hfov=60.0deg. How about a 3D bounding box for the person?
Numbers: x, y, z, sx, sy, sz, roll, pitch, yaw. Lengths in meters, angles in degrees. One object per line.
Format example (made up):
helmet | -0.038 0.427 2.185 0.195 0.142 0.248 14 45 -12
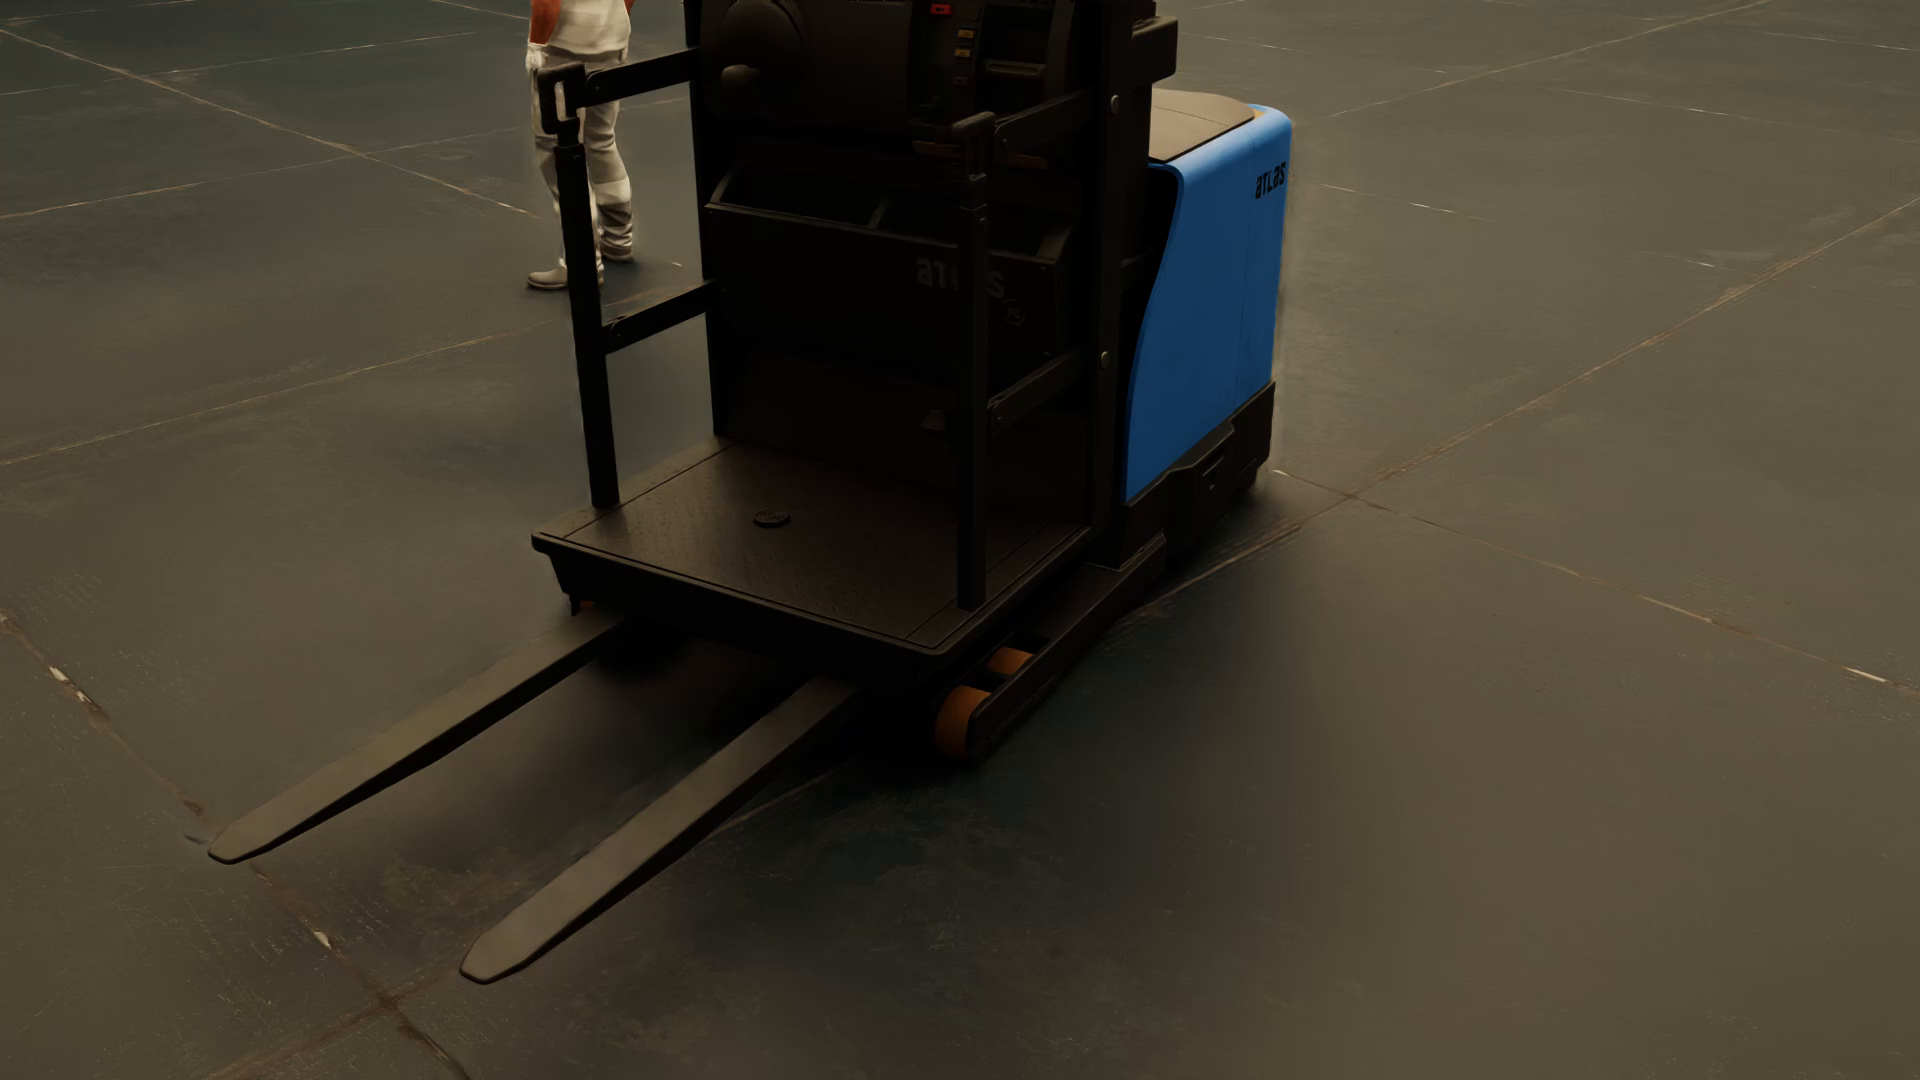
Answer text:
person | -1.483 -1.890 6.374 0.462 1.791 0.722 10 28 20

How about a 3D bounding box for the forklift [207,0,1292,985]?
forklift | -0.270 -1.067 3.390 1.130 2.935 3.031 14 30 27
